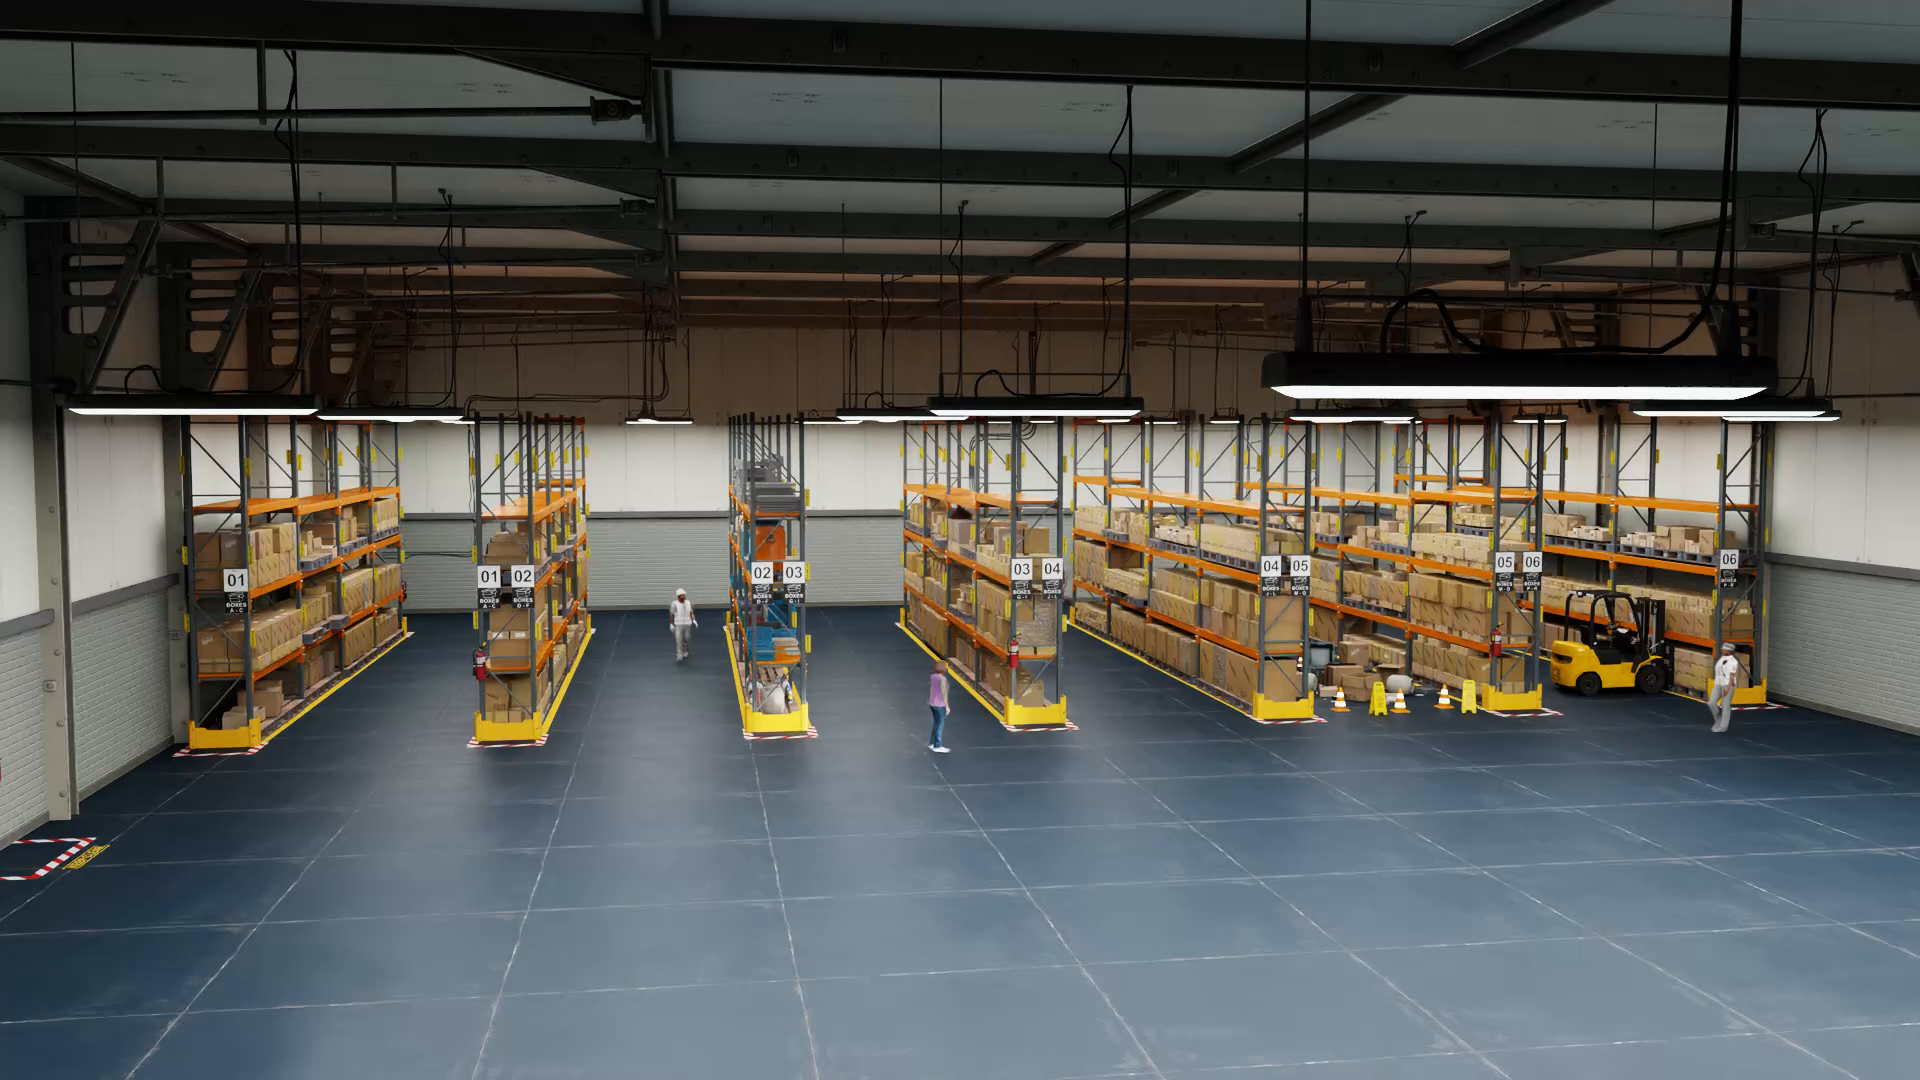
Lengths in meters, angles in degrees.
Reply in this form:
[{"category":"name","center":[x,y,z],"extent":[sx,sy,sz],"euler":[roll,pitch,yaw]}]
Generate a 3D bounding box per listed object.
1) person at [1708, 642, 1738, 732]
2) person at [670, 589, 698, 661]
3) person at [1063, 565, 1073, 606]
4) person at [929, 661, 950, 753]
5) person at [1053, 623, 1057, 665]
[{"category":"person","center":[14.347,2.777,31.257],"extent":[0.452,1.718,0.475],"euler":[-2,4,-26]},{"category":"person","center":[-6.752,2.068,40.641],"extent":[0.671,1.725,1.056],"euler":[-1,4,-12]},{"category":"person","center":[3.153,1.364,51.484],"extent":[0.730,1.698,0.563],"euler":[-2,4,-26]},{"category":"person","center":[-0.372,2.964,29.326],"extent":[0.332,1.658,0.506],"euler":[-2,4,-28]},{"category":"person","center":[2.104,2.021,39.811],"extent":[0.626,1.889,0.396],"euler":[3,5,34]}]
